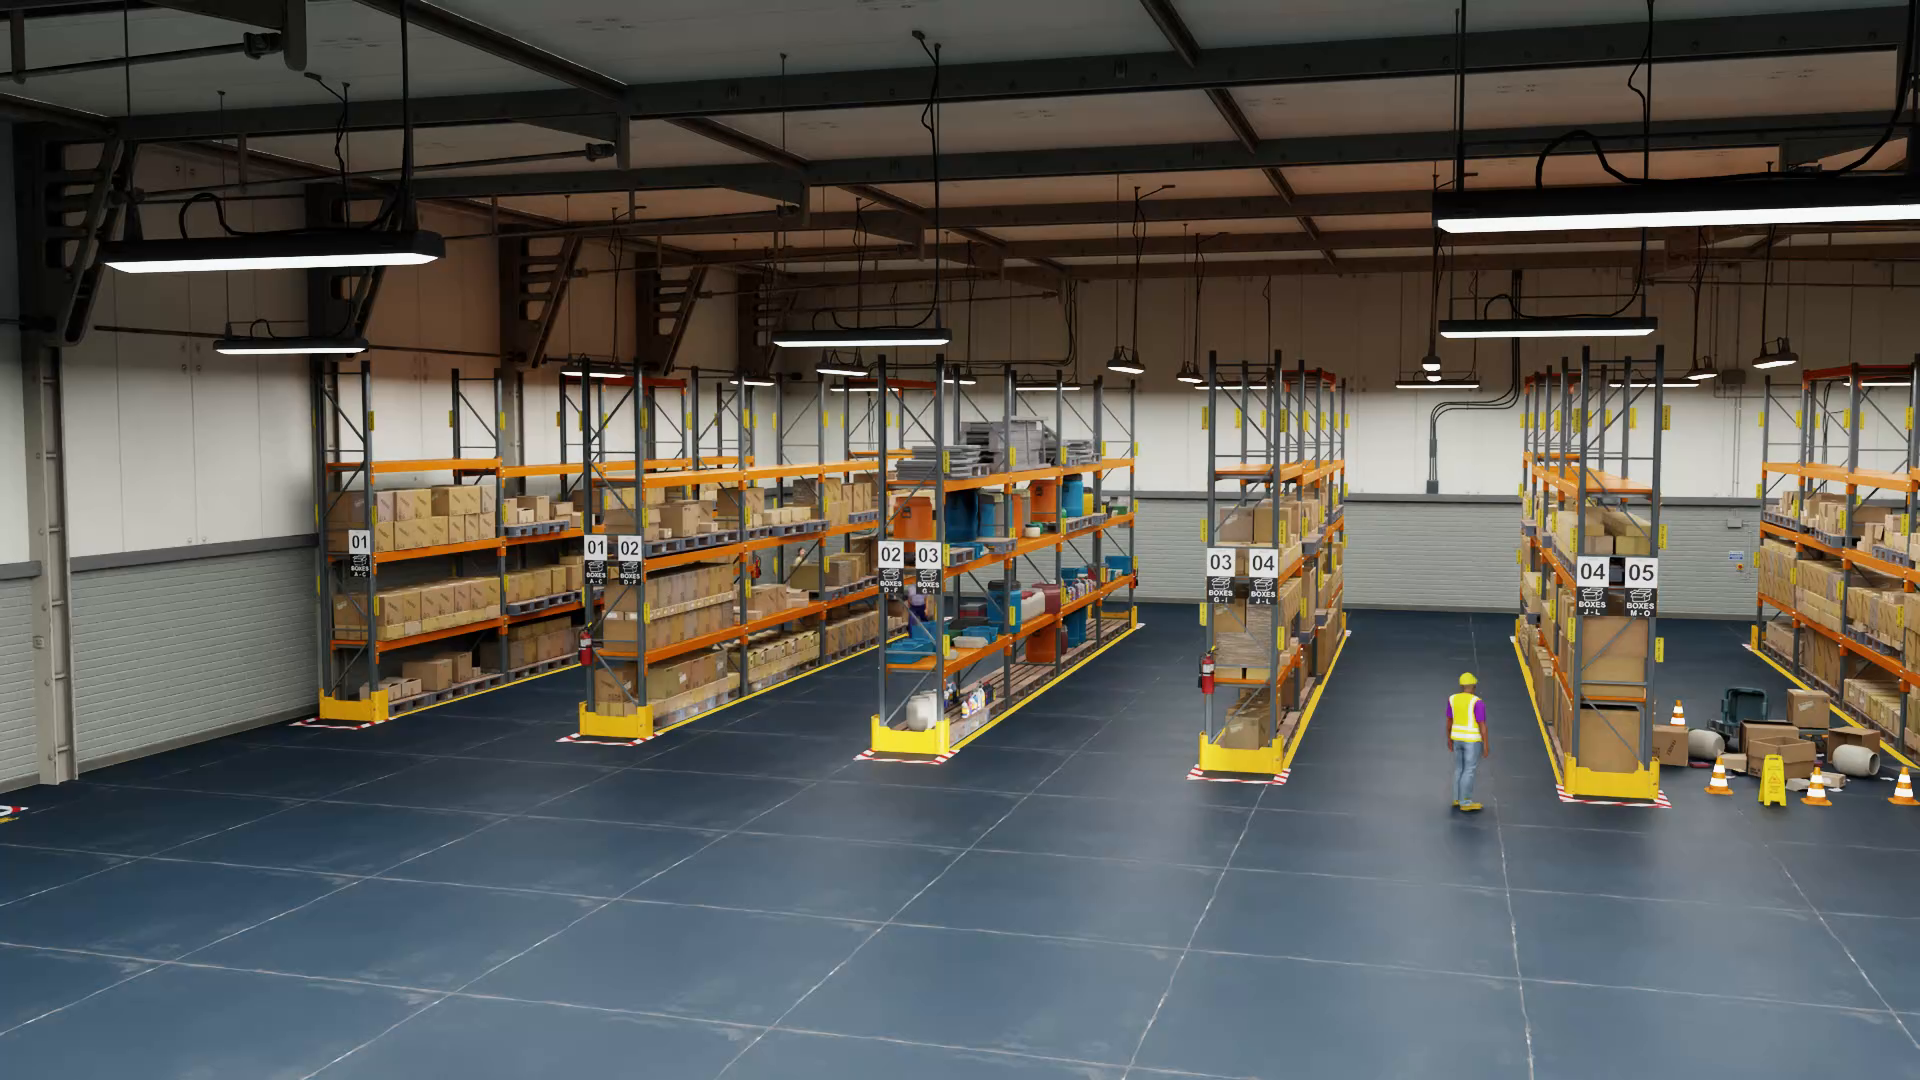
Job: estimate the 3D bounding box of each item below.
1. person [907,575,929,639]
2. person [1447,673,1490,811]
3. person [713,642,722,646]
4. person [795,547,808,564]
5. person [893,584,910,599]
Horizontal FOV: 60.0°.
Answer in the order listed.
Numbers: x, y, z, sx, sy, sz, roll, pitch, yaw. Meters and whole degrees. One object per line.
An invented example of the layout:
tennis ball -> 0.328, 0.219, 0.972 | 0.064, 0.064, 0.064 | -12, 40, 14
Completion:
person -> -0.940, 1.564, 36.923 | 0.514, 1.591, 0.932 | 1, 4, 10
person -> 6.601, 2.603, 21.444 | 0.464, 1.793, 0.619 | -2, 5, -31
person -> -5.206, 1.520, 36.221 | 0.443, 1.801, 0.613 | 2, 4, 24
person -> -4.159, 1.014, 43.975 | 0.459, 1.666, 0.522 | 1, 4, 12
person -> -1.581, 1.101, 42.937 | 0.835, 1.647, 0.556 | 4, 6, 45
